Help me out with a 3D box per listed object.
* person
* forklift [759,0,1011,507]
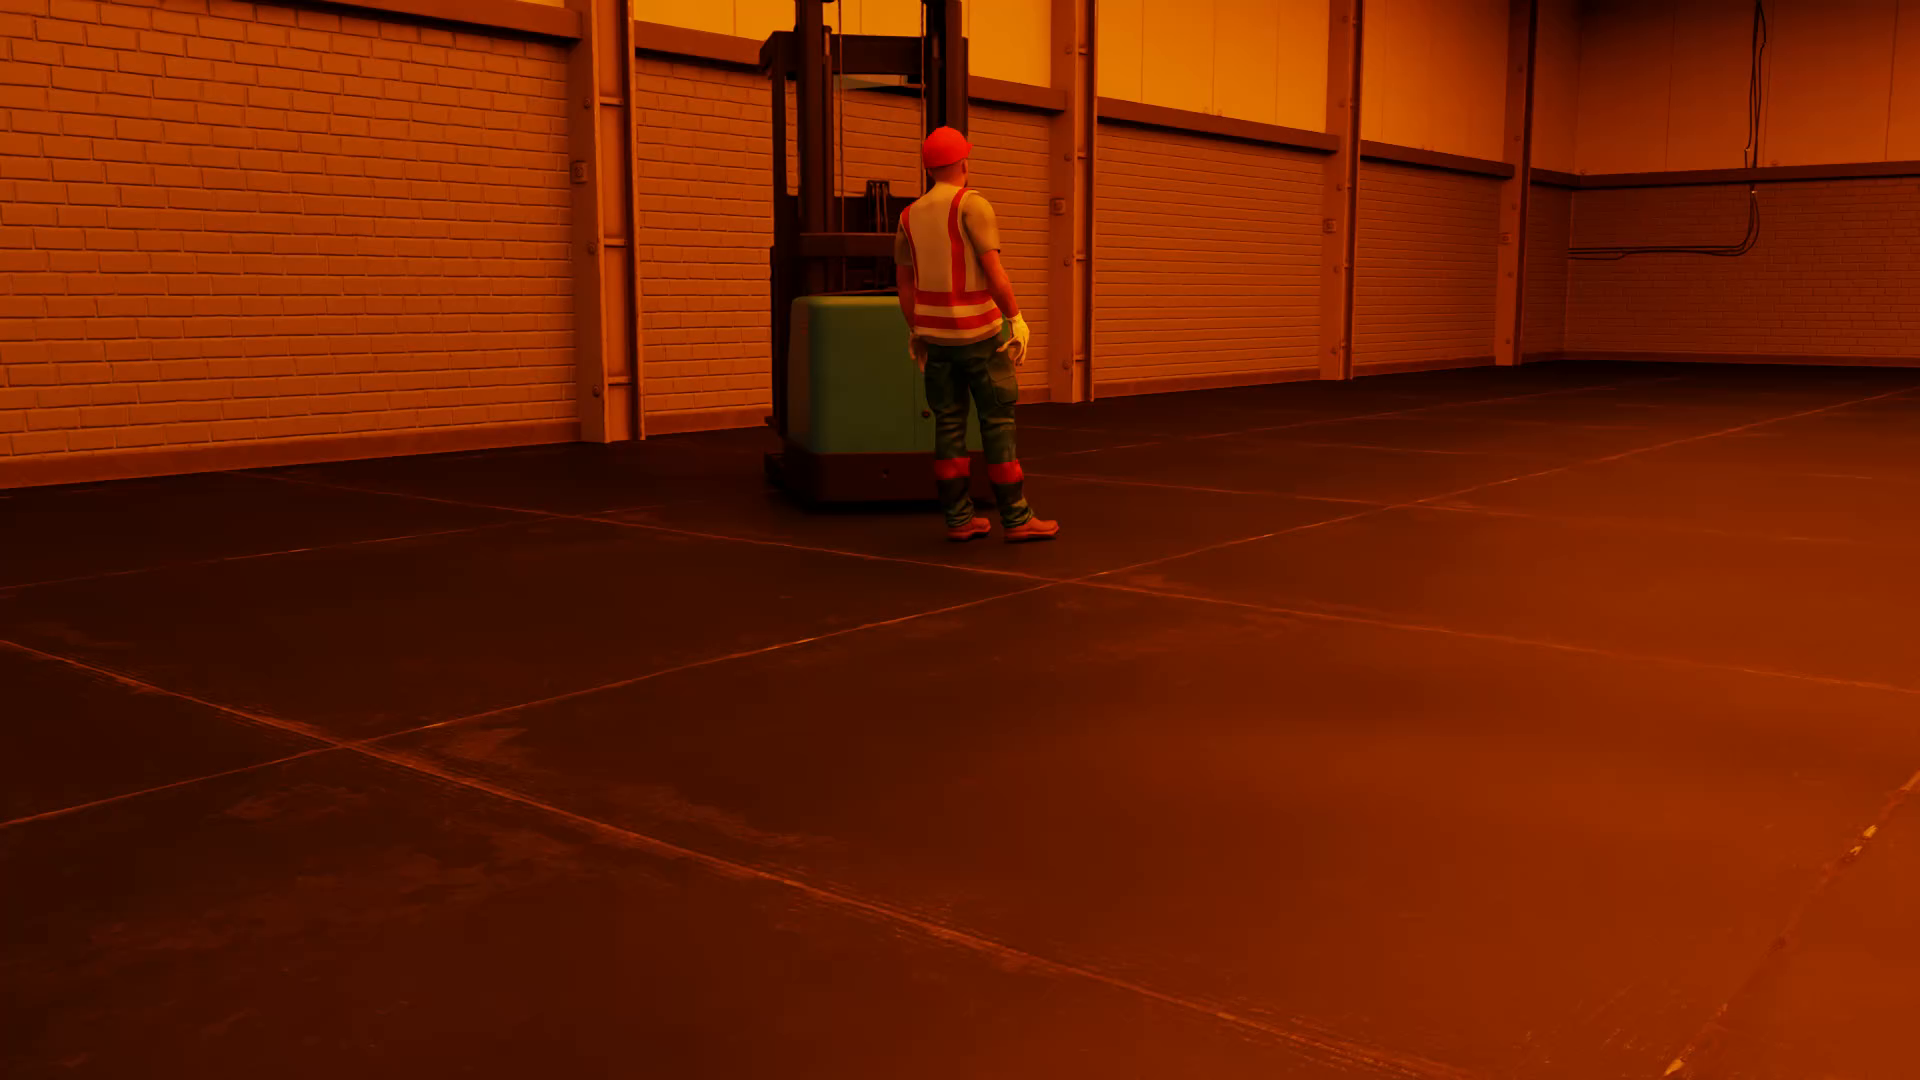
[{"bbox_3d":[0.059,-0.900,7.330,0.638,1.787,0.563,7,11,38],"label":"person"},{"bbox_3d":[-0.548,-1.793,9.535,1.130,2.935,3.031,-2,9,-12],"label":"forklift"}]
